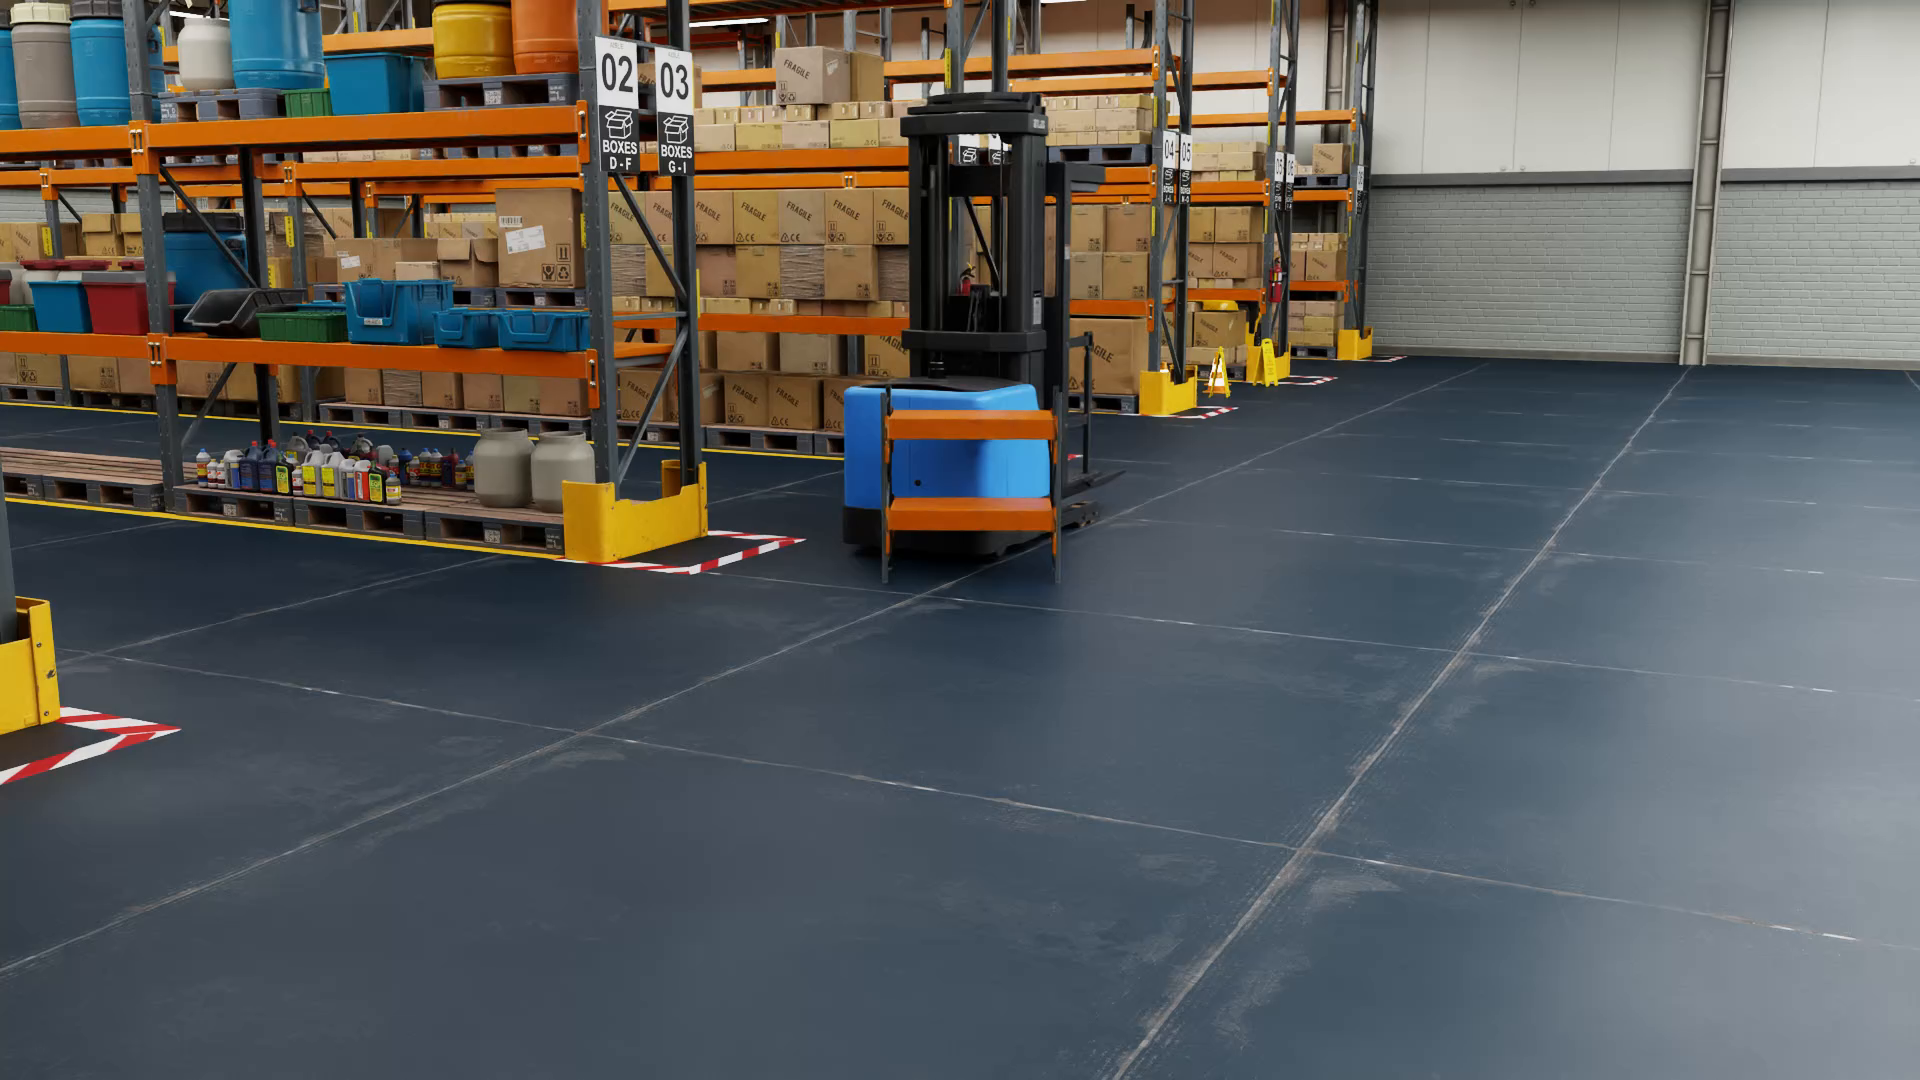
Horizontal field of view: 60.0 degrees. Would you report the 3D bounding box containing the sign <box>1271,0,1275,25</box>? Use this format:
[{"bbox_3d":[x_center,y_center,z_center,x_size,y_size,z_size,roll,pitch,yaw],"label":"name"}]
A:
[{"bbox_3d":[4.281,-7.212,22.744,0.005,0.325,0.100,5,11,26],"label":"sign"}]

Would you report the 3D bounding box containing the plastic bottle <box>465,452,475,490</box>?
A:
[{"bbox_3d":[-3.520,-0.502,12.009,0.097,0.271,0.097,0,10,0],"label":"plastic bottle"}]

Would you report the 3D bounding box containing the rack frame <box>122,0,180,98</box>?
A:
[{"bbox_3d":[-5.619,-4.703,11.948,0.127,3.000,1.000,5,11,26],"label":"rack frame"}]

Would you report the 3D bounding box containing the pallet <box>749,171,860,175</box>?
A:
[{"bbox_3d":[-1.986,-4.772,21.291,1.217,0.209,0.805,5,11,24],"label":"pallet"}]

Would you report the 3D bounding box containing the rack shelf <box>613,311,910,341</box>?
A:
[{"bbox_3d":[-1.634,-2.030,16.046,4.000,0.370,1.077,5,11,26],"label":"rack shelf"}]

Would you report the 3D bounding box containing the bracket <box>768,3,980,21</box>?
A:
[{"bbox_3d":[-1.708,-10.176,32.083,4.783,0.066,0.076,5,11,26],"label":"bracket"}]

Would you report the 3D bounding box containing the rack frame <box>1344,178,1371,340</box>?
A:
[{"bbox_3d":[6.738,-4.603,28.238,0.127,3.000,1.000,5,11,26],"label":"rack frame"}]

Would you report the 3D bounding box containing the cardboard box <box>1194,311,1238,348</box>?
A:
[{"bbox_3d":[3.711,-3.054,24.116,0.500,0.500,0.500,5,11,26],"label":"cardboard box"}]

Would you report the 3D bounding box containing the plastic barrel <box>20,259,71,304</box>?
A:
[{"bbox_3d":[-7.426,-2.020,13.588,0.433,0.535,0.433,0,10,0],"label":"plastic barrel"}]

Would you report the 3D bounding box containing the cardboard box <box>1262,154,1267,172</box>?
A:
[{"bbox_3d":[4.212,-5.440,24.030,0.500,0.250,0.500,5,11,25],"label":"cardboard box"}]

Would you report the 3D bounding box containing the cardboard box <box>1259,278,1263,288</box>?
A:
[{"bbox_3d":[4.332,-3.746,24.209,0.250,0.149,0.380,5,11,26],"label":"cardboard box"}]

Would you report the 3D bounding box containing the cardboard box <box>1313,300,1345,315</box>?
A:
[{"bbox_3d":[6.390,-4.016,28.733,0.500,0.250,0.500,5,11,25],"label":"cardboard box"}]

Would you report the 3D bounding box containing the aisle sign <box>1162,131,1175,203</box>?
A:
[{"bbox_3d":[2.376,-4.237,18.917,0.004,0.787,0.394,5,11,26],"label":"aisle sign"}]

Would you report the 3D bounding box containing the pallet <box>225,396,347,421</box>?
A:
[{"bbox_3d":[-7.688,-1.559,19.253,1.213,0.211,1.003,5,11,26],"label":"pallet"}]

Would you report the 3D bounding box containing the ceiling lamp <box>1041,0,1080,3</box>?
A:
[{"bbox_3d":[2.302,-10.380,26.926,2.000,3.185,0.800,5,11,26],"label":"ceiling lamp"}]

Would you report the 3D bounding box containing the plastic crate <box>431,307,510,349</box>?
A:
[{"bbox_3d":[-3.193,-1.406,10.995,0.408,0.251,0.499,5,11,26],"label":"plastic crate"}]

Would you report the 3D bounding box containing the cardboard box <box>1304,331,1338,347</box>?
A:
[{"bbox_3d":[6.177,-3.443,28.371,0.500,0.250,0.500,5,11,26],"label":"cardboard box"}]

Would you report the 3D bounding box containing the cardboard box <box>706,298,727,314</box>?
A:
[{"bbox_3d":[-2.236,-2.259,15.994,0.250,0.149,0.380,5,11,26],"label":"cardboard box"}]

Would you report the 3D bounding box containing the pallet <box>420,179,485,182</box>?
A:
[{"bbox_3d":[-6.878,-5.193,23.607,1.003,0.211,1.213,5,11,26],"label":"pallet"}]

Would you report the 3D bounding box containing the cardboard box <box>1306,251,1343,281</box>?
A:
[{"bbox_3d":[6.180,-4.649,28.212,0.500,0.500,0.500,5,11,25],"label":"cardboard box"}]

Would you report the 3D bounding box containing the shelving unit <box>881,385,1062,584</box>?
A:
[{"bbox_3d":[0.069,-0.340,9.951,1.048,1.125,0.538,0,10,1],"label":"shelving unit"}]

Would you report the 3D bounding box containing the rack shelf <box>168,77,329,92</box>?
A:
[{"bbox_3d":[-10.110,-6.711,25.070,4.000,0.370,1.077,5,11,26],"label":"rack shelf"}]

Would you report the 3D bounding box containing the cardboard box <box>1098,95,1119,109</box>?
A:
[{"bbox_3d":[1.770,-5.004,19.039,0.250,0.149,0.380,5,11,26],"label":"cardboard box"}]

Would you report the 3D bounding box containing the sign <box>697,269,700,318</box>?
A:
[{"bbox_3d":[-1.784,-1.659,11.199,0.005,0.325,0.100,5,11,26],"label":"sign"}]

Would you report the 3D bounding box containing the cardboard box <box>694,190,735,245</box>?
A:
[{"bbox_3d":[-2.239,-3.075,15.874,0.500,0.500,0.500,5,11,26],"label":"cardboard box"}]

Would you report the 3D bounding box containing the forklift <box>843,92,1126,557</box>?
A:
[{"bbox_3d":[0.340,-1.556,11.595,1.130,2.935,3.031,5,11,25],"label":"forklift"}]

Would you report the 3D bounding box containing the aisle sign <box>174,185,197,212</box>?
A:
[{"bbox_3d":[-12.102,-5.509,25.946,0.004,0.787,0.394,5,11,26],"label":"aisle sign"}]

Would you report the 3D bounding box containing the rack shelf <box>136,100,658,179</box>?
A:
[{"bbox_3d":[-3.825,-2.715,11.408,4.000,0.370,1.077,5,11,26],"label":"rack shelf"}]

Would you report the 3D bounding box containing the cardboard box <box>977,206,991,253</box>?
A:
[{"bbox_3d":[0.621,-3.767,20.168,0.500,0.550,0.875,5,11,26],"label":"cardboard box"}]

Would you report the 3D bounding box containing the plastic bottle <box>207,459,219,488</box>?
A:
[{"bbox_3d":[-5.436,-0.487,12.122,0.097,0.201,0.097,0,10,0],"label":"plastic bottle"}]

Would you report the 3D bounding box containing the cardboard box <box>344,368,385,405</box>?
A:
[{"bbox_3d":[-6.405,-1.794,18.504,0.500,0.500,0.700,4,11,23],"label":"cardboard box"}]

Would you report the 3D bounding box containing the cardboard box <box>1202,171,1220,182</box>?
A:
[{"bbox_3d":[3.640,-5.186,23.745,0.250,0.149,0.380,5,12,28],"label":"cardboard box"}]

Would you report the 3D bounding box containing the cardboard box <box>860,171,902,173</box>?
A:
[{"bbox_3d":[-1.249,-5.851,26.424,0.637,0.503,0.797,5,11,26],"label":"cardboard box"}]

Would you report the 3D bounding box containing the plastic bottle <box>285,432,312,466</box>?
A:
[{"bbox_3d":[-4.978,-0.636,12.526,0.185,0.351,0.144,5,11,26],"label":"plastic bottle"}]

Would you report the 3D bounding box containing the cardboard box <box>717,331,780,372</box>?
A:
[{"bbox_3d":[-2.602,-2.537,21.963,0.750,0.750,1.050,5,11,26],"label":"cardboard box"}]

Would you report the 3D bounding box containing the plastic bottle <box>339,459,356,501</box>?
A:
[{"bbox_3d":[-4.211,-0.422,11.551,0.135,0.276,0.152,5,11,24],"label":"plastic bottle"}]

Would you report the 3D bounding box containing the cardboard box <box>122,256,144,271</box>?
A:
[{"bbox_3d":[-9.400,-3.066,19.470,0.500,0.500,0.500,5,11,25],"label":"cardboard box"}]

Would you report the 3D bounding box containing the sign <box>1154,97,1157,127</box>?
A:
[{"bbox_3d":[2.193,-4.798,18.633,0.005,0.325,0.100,5,11,26],"label":"sign"}]

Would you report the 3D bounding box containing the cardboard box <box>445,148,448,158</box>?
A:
[{"bbox_3d":[-5.580,-4.184,17.925,0.500,0.250,0.500,5,12,27],"label":"cardboard box"}]

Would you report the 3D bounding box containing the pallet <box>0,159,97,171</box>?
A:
[{"bbox_3d":[-11.331,-4.671,20.442,1.213,0.211,1.003,5,11,26],"label":"pallet"}]

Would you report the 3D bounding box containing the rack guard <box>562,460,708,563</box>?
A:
[{"bbox_3d":[-2.121,-0.204,10.955,0.348,0.500,1.175,5,11,26],"label":"rack guard"}]

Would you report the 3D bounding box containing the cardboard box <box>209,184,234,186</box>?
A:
[{"bbox_3d":[-11.144,-5.556,25.503,0.500,0.250,0.500,5,12,28],"label":"cardboard box"}]

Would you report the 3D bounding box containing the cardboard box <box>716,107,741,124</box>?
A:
[{"bbox_3d":[-2.086,-3.969,15.615,0.250,0.149,0.380,5,11,25],"label":"cardboard box"}]

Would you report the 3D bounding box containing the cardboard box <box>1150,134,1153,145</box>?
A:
[{"bbox_3d":[2.280,-4.697,19.585,0.250,0.149,0.380,5,11,26],"label":"cardboard box"}]

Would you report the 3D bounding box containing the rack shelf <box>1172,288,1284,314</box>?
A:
[{"bbox_3d":[2.751,-3.613,24.791,4.000,0.370,1.077,5,11,26],"label":"rack shelf"}]

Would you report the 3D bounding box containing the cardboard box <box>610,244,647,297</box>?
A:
[{"bbox_3d":[-3.051,-2.692,16.567,0.500,0.500,0.875,5,11,26],"label":"cardboard box"}]

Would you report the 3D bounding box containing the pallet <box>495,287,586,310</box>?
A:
[{"bbox_3d":[-4.048,-2.531,17.331,1.213,0.211,1.003,5,11,26],"label":"pallet"}]

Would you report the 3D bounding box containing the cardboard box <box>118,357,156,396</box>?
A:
[{"bbox_3d":[-9.217,-2.216,19.839,0.875,0.875,1.225,5,11,24],"label":"cardboard box"}]

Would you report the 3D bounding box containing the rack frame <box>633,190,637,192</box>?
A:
[{"bbox_3d":[-4.729,-3.641,22.927,0.127,3.000,1.000,5,11,26],"label":"rack frame"}]

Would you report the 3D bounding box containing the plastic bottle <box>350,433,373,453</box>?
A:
[{"bbox_3d":[-4.452,-0.619,12.429,0.185,0.351,0.144,5,11,25],"label":"plastic bottle"}]

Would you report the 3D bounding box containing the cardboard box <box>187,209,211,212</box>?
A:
[{"bbox_3d":[-11.618,-4.882,25.856,0.500,0.500,0.500,5,11,25],"label":"cardboard box"}]

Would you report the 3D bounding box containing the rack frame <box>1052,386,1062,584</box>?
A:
[{"bbox_3d":[0.577,-0.338,9.941,0.032,1.125,0.500,0,10,1],"label":"rack frame"}]

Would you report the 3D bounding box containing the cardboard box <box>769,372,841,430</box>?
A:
[{"bbox_3d":[-1.497,-1.349,16.102,0.500,0.500,0.500,6,12,31],"label":"cardboard box"}]

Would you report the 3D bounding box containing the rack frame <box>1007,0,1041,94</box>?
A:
[{"bbox_3d":[0.958,-7.077,25.064,0.127,3.000,1.000,5,11,26],"label":"rack frame"}]

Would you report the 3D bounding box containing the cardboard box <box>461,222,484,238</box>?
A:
[{"bbox_3d":[-8.568,-5.449,29.828,0.500,0.500,0.500,5,11,25],"label":"cardboard box"}]
